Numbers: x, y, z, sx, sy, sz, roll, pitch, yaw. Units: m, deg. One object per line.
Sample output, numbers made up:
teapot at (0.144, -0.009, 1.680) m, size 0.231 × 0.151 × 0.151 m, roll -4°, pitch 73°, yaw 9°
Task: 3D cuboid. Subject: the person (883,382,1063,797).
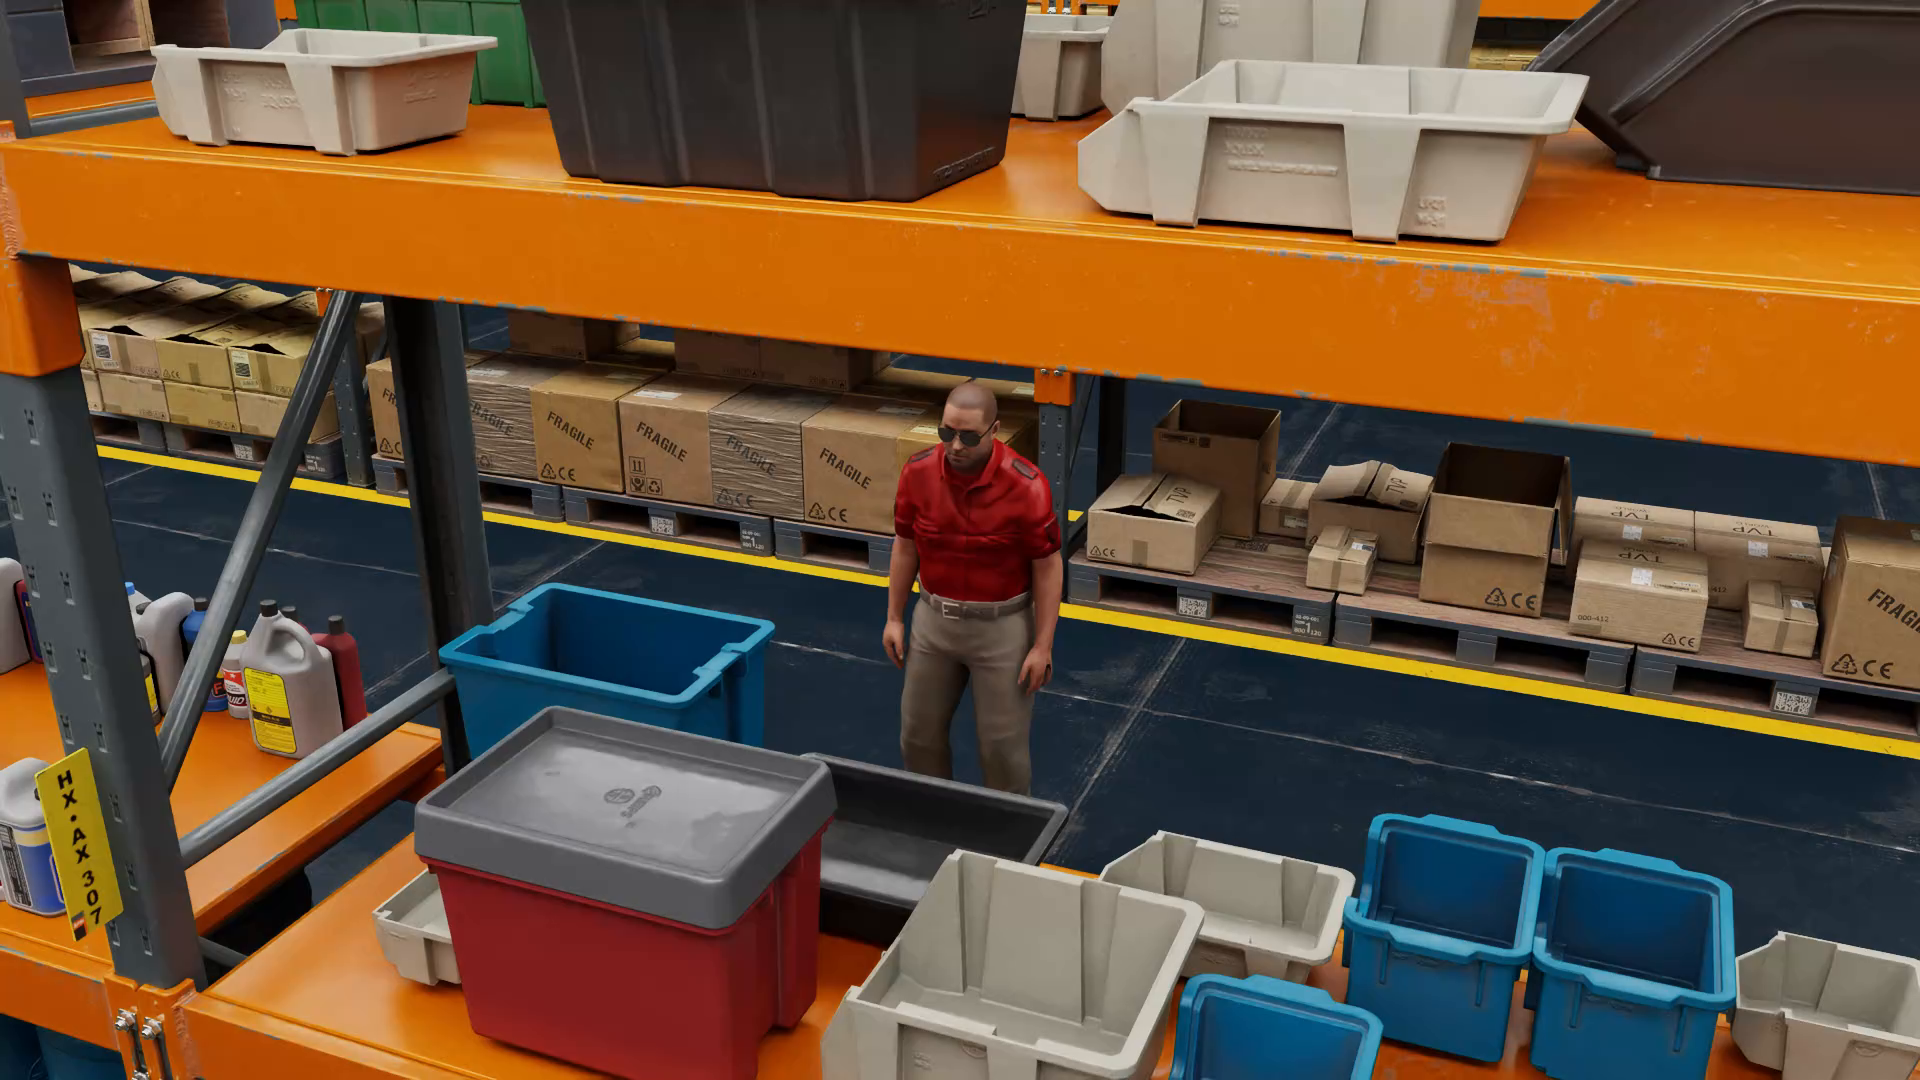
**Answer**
person at (0.031, 0.312, 5.345) m, size 0.586 × 1.726 × 0.396 m, roll 9°, pitch 24°, yaw 20°
